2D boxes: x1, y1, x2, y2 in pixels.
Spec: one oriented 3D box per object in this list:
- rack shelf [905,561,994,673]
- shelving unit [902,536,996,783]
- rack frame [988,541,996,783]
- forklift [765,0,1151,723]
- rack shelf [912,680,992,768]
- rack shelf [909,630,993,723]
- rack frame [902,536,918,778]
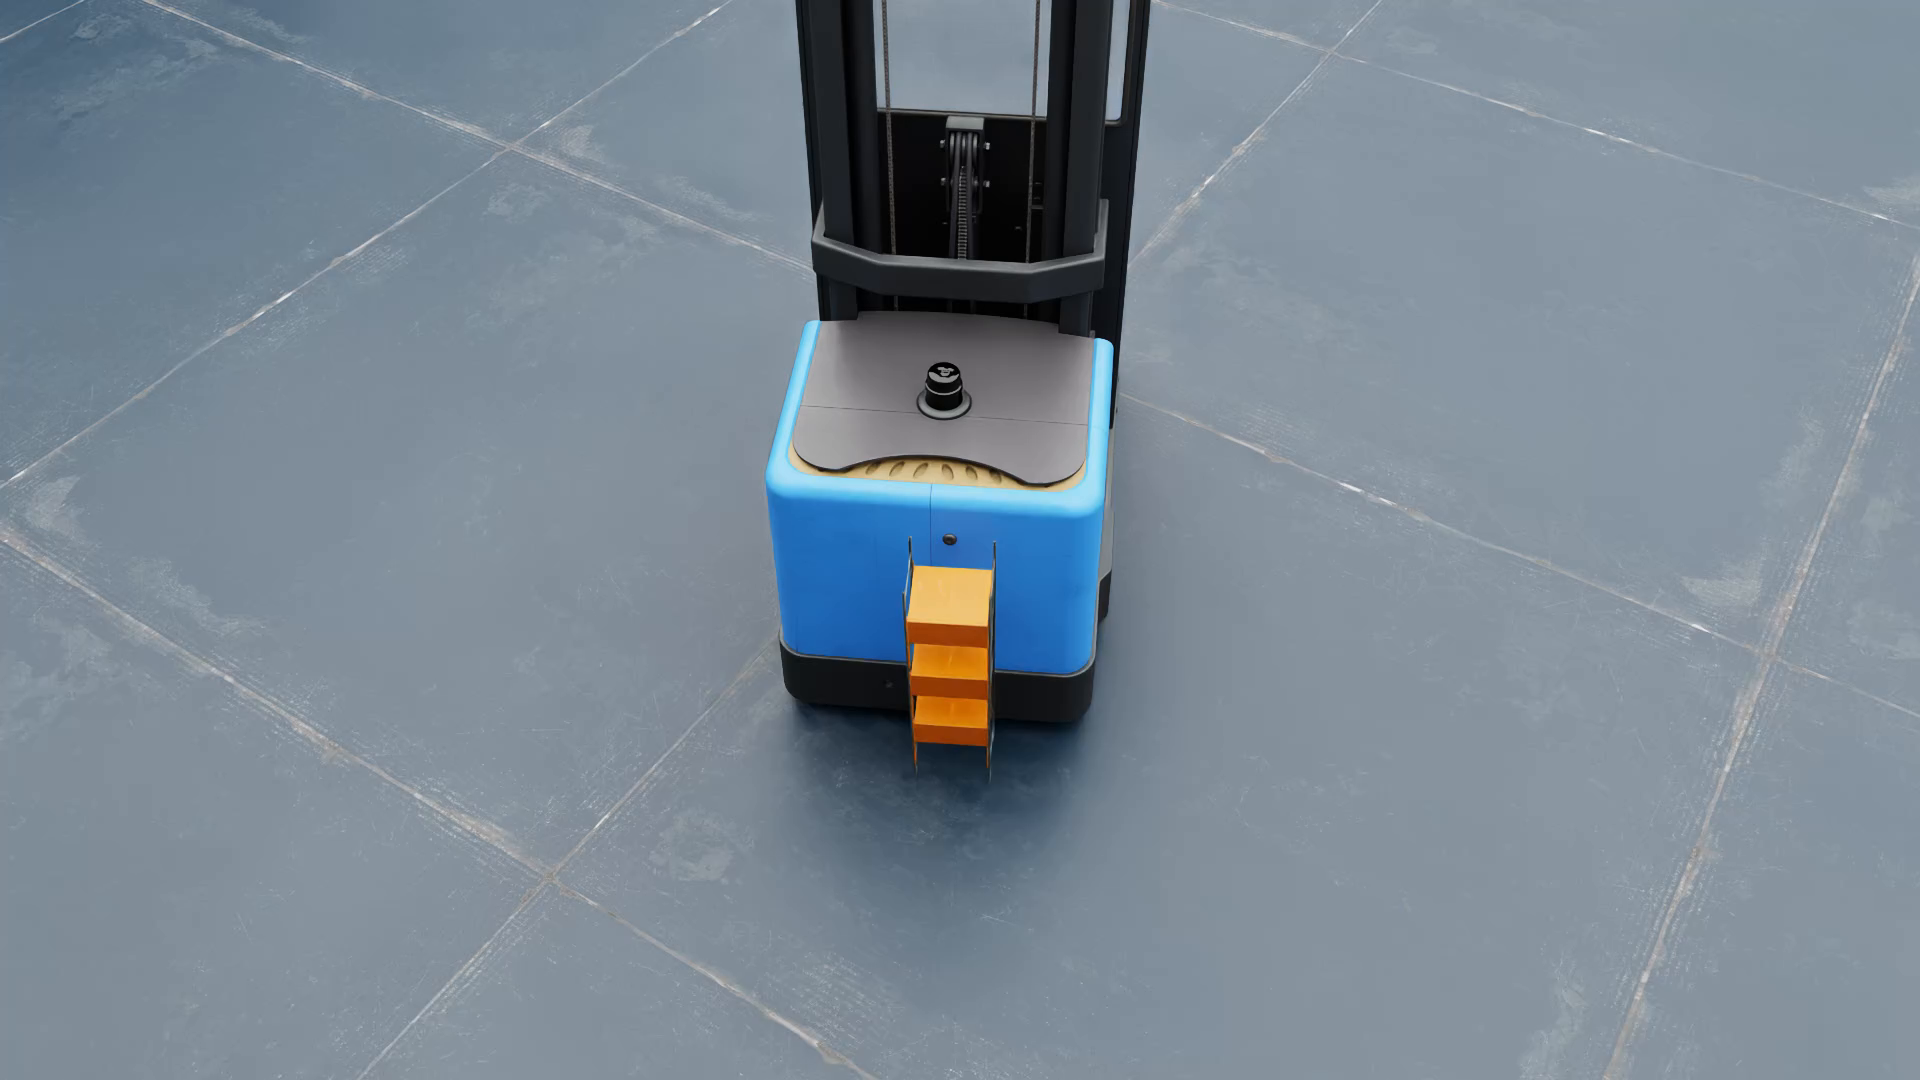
[{"bbox_3d":[-0.027,0.229,4.903,0.240,0.259,0.215,3,53,3],"label":"rack shelf"},{"bbox_3d":[-0.024,0.395,5.120,0.252,1.050,0.215,3,53,3],"label":"shelving unit"},{"bbox_3d":[0.098,0.402,5.113,0.008,1.050,0.200,3,53,3],"label":"rack frame"},{"bbox_3d":[0.064,-1.471,5.636,1.130,2.935,3.031,4,46,4],"label":"forklift"},{"bbox_3d":[-0.021,0.570,5.349,0.240,0.259,0.215,3,53,3],"label":"rack shelf"},{"bbox_3d":[-0.024,0.401,5.128,0.240,0.259,0.215,3,53,3],"label":"rack shelf"},{"bbox_3d":[-0.145,0.388,5.127,0.008,1.050,0.200,3,53,3],"label":"rack frame"}]
